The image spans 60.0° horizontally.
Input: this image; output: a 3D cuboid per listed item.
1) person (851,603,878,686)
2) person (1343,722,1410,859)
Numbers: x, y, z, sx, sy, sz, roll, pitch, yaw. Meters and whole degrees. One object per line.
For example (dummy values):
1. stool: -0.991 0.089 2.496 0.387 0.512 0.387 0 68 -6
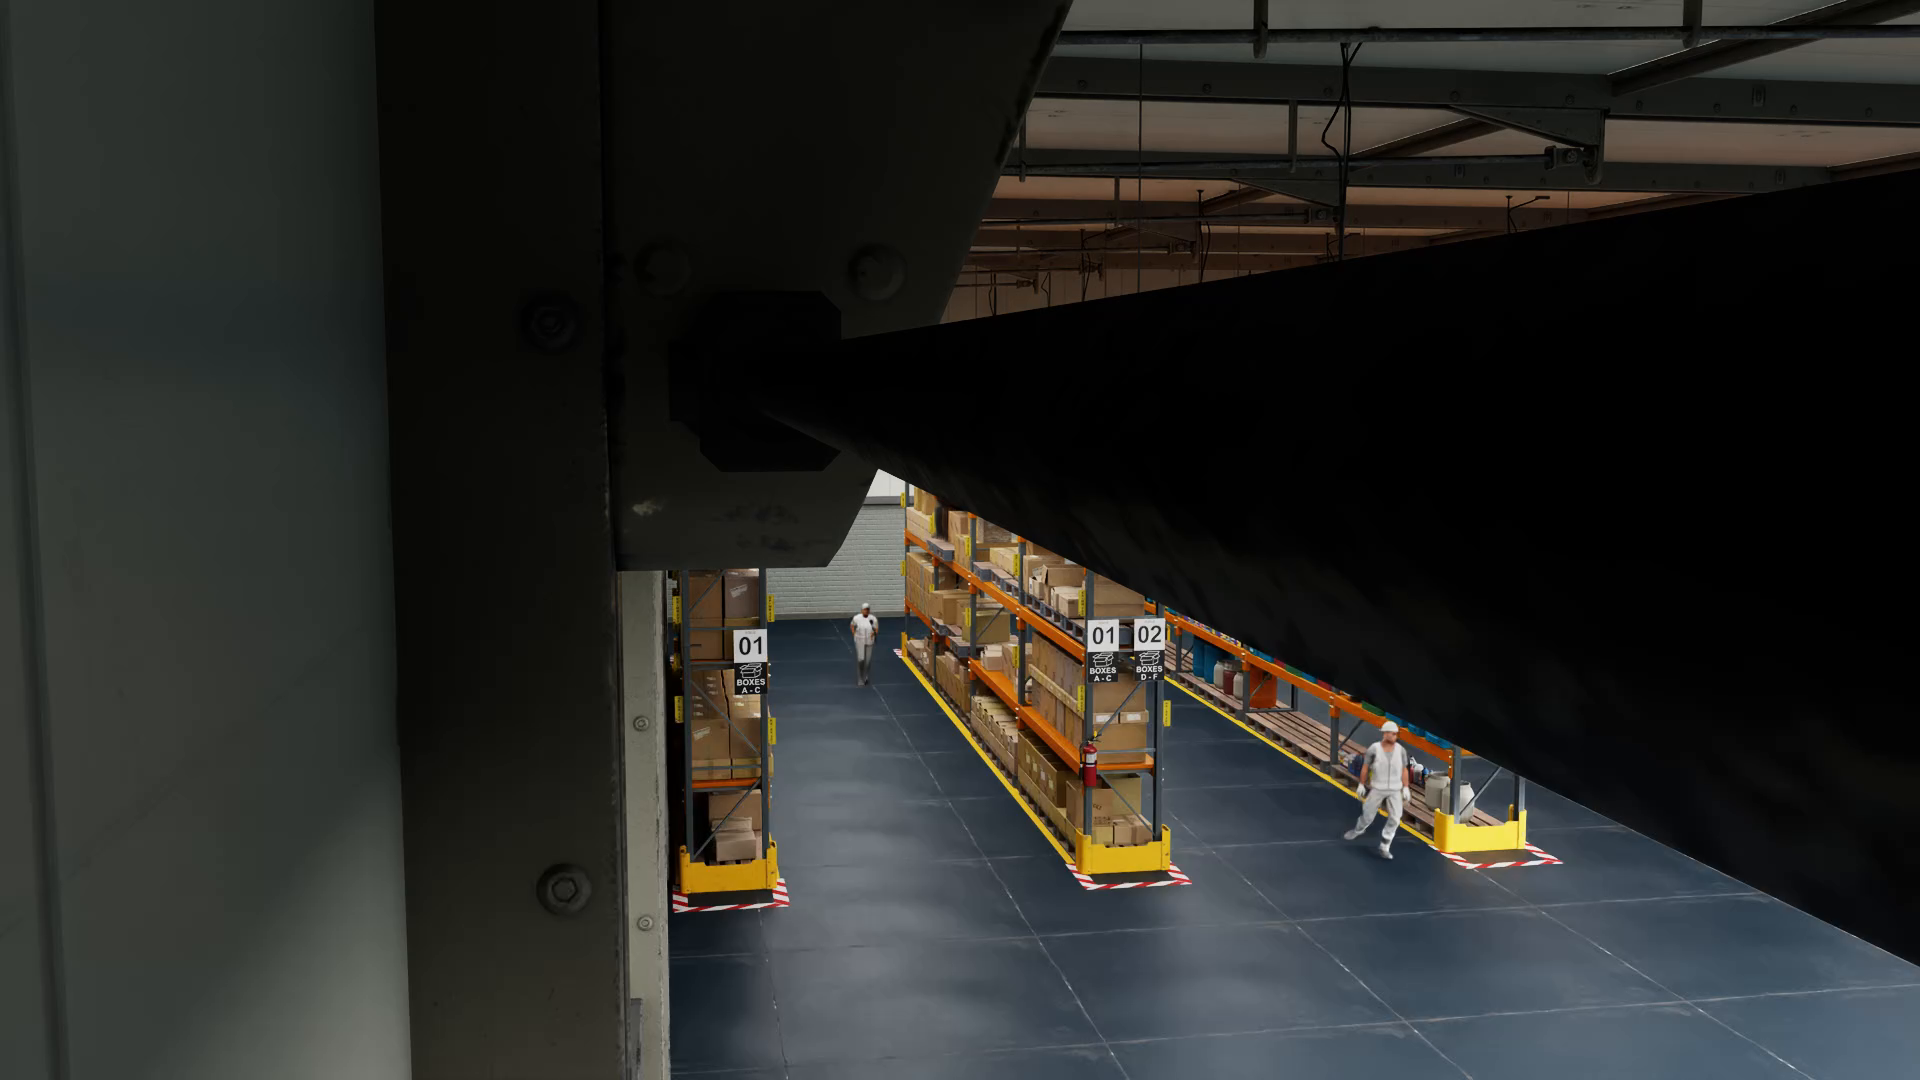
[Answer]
1. person: -1.896 2.083 33.247 0.517 1.683 0.796 -1 6 -14
2. person: 5.418 3.205 21.558 0.765 1.741 0.653 0 6 1
